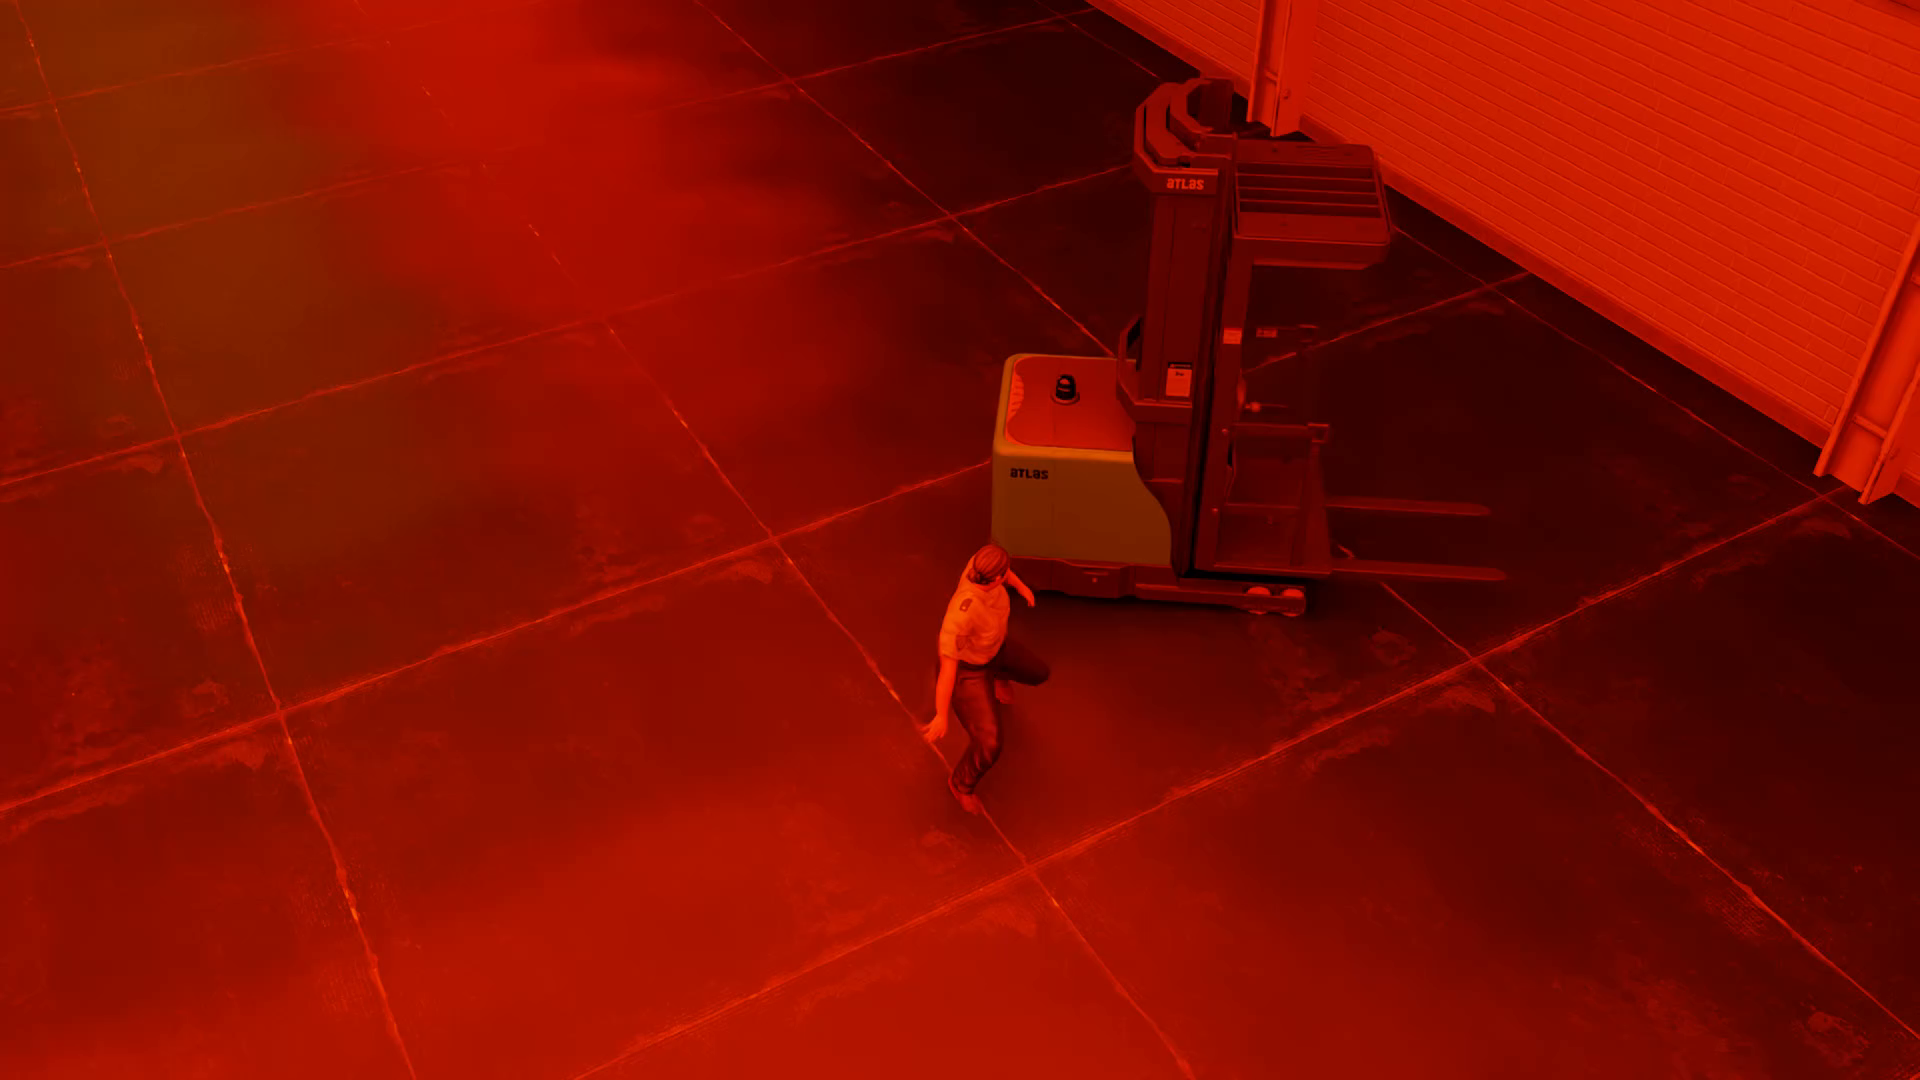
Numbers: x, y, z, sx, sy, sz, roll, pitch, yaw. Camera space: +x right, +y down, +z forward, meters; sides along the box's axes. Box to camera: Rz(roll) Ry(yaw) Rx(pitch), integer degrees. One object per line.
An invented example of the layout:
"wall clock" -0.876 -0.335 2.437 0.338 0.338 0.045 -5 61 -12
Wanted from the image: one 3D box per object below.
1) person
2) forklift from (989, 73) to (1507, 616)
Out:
"person" 0.109 0.636 8.435 0.472 1.542 1.049 18 43 20
"forklift" 1.719 -1.037 9.286 3.031 2.935 1.130 4 40 4
